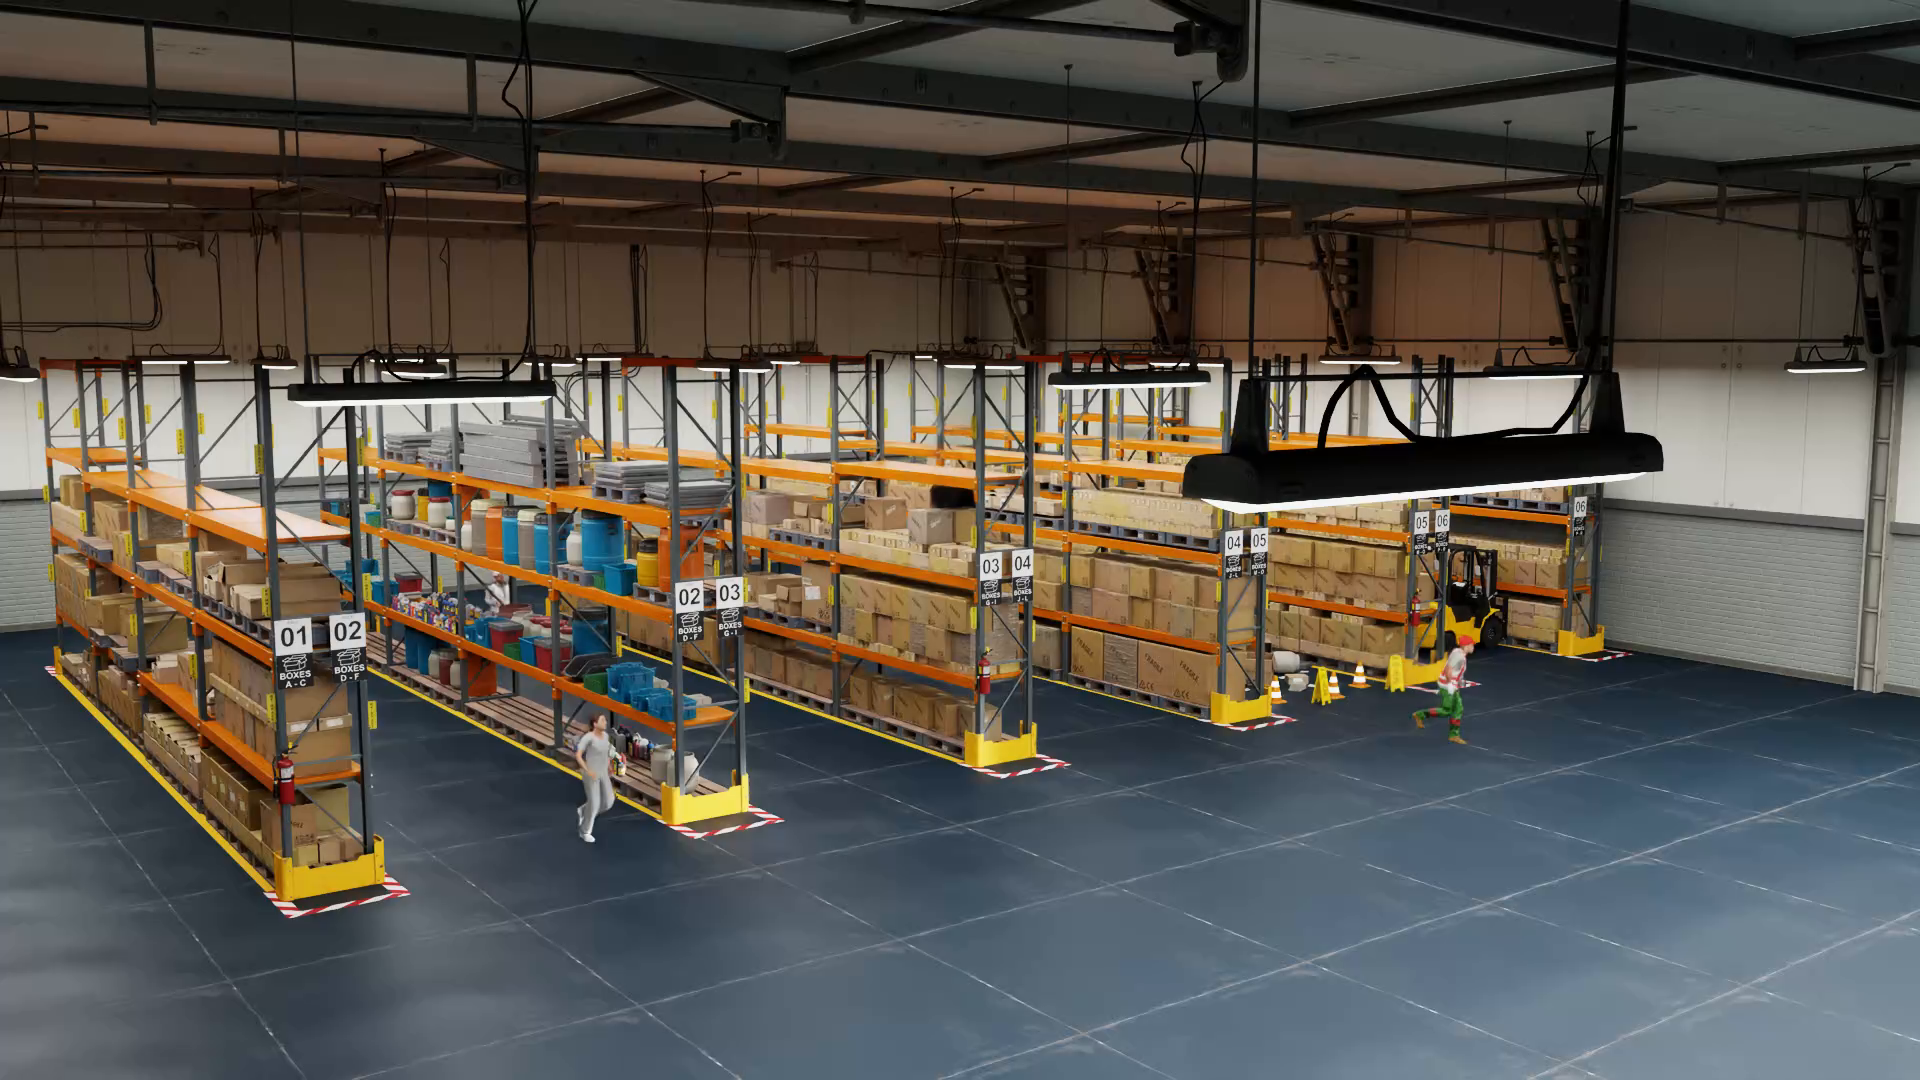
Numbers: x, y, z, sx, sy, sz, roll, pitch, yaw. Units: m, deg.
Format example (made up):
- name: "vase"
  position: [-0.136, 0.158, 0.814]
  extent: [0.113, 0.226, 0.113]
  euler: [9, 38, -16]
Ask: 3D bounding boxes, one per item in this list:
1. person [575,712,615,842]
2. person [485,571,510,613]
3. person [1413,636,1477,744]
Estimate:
- name: "person"
  position: [-4.652, 2.998, 21.259]
  extent: [0.544, 1.618, 0.608]
  euler: [5, 8, 34]
- name: "person"
  position: [-9.262, 1.446, 33.571]
  extent: [0.669, 1.733, 0.760]
  euler: [-7, 10, -44]
- name: "person"
  position: [7.663, 2.350, 26.310]
  extent: [0.941, 1.729, 0.660]
  euler: [1, 7, 11]
